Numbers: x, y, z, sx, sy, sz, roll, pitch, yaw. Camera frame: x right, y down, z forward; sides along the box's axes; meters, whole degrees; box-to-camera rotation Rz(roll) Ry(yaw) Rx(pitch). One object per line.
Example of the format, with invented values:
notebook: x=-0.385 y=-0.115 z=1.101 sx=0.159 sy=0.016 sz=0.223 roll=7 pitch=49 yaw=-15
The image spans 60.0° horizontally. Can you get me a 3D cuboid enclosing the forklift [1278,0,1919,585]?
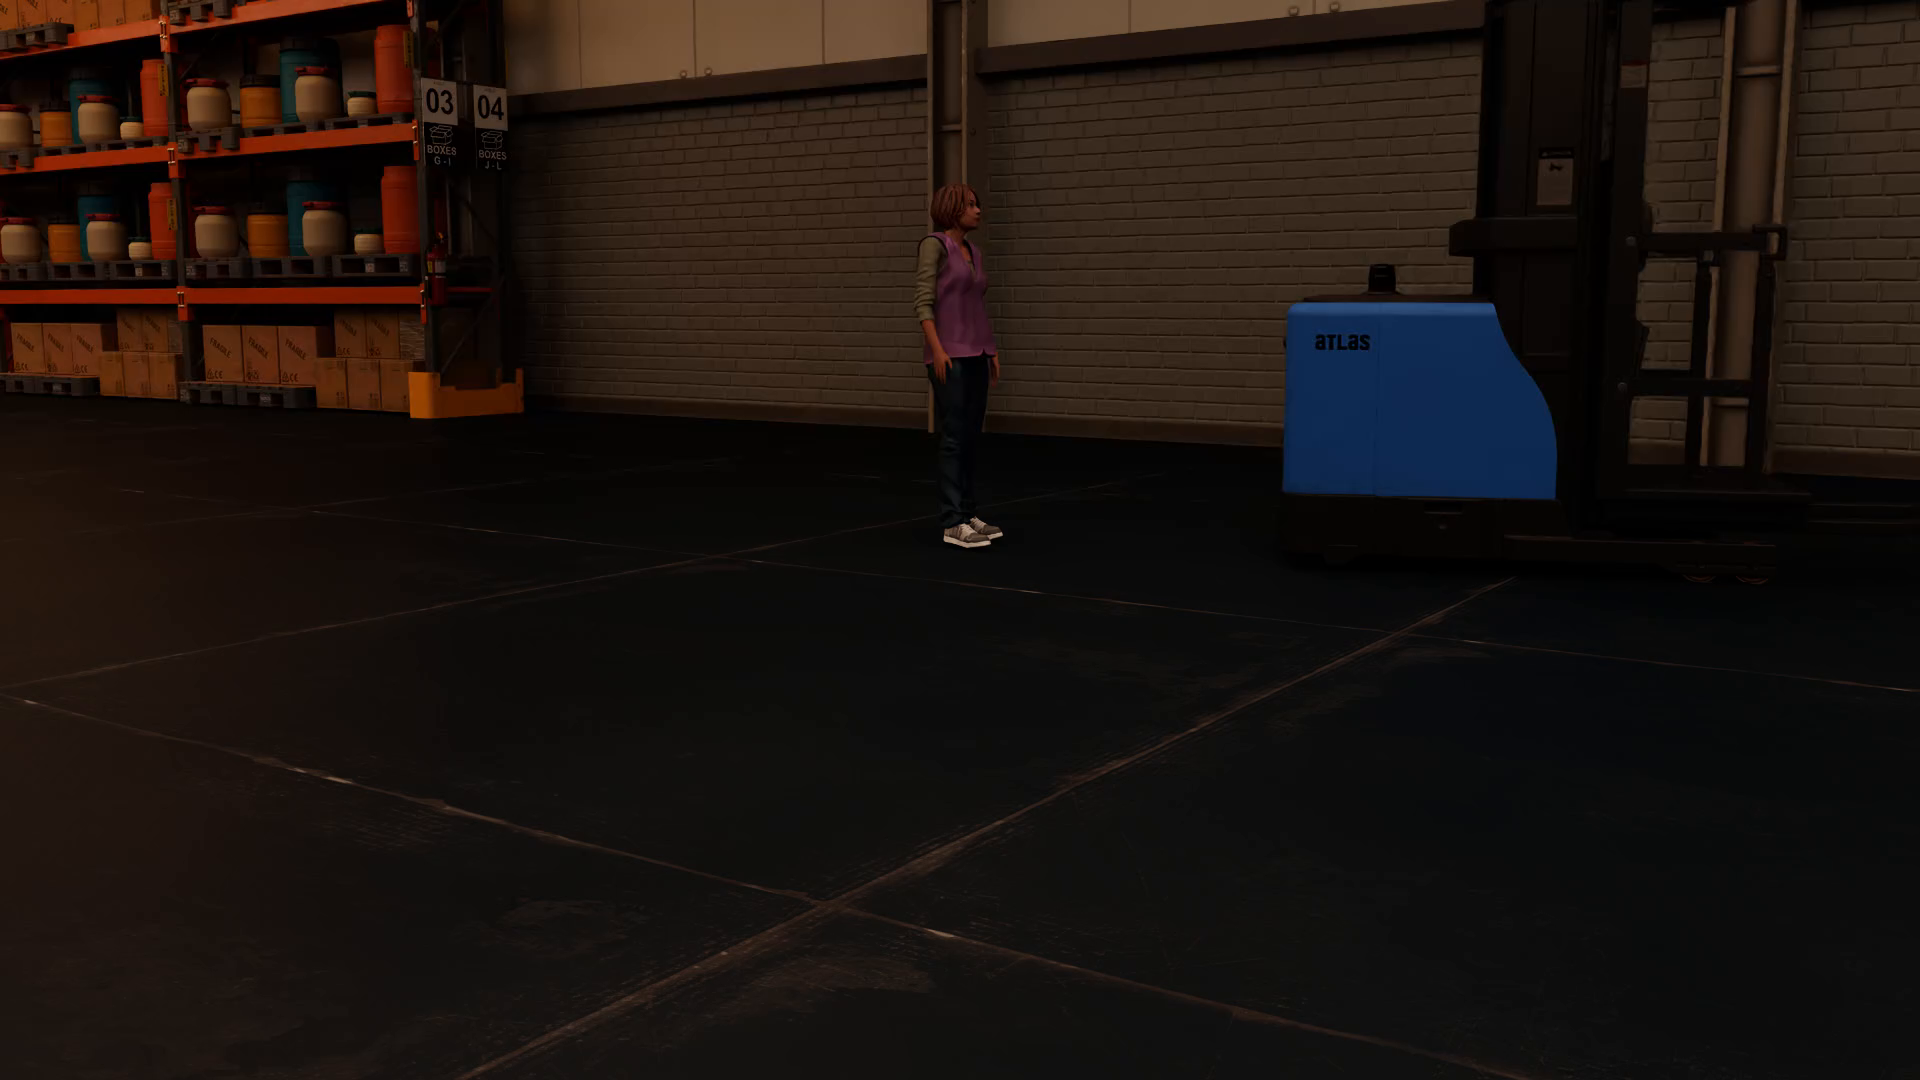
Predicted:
forklift: x=2.874 y=-1.359 z=6.753 sx=3.031 sy=2.935 sz=1.130 roll=2 pitch=8 yaw=11

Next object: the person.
person: x=0.053 y=-0.790 z=7.438 sx=0.476 sy=1.596 sz=0.520 roll=5 pitch=10 yaw=34
